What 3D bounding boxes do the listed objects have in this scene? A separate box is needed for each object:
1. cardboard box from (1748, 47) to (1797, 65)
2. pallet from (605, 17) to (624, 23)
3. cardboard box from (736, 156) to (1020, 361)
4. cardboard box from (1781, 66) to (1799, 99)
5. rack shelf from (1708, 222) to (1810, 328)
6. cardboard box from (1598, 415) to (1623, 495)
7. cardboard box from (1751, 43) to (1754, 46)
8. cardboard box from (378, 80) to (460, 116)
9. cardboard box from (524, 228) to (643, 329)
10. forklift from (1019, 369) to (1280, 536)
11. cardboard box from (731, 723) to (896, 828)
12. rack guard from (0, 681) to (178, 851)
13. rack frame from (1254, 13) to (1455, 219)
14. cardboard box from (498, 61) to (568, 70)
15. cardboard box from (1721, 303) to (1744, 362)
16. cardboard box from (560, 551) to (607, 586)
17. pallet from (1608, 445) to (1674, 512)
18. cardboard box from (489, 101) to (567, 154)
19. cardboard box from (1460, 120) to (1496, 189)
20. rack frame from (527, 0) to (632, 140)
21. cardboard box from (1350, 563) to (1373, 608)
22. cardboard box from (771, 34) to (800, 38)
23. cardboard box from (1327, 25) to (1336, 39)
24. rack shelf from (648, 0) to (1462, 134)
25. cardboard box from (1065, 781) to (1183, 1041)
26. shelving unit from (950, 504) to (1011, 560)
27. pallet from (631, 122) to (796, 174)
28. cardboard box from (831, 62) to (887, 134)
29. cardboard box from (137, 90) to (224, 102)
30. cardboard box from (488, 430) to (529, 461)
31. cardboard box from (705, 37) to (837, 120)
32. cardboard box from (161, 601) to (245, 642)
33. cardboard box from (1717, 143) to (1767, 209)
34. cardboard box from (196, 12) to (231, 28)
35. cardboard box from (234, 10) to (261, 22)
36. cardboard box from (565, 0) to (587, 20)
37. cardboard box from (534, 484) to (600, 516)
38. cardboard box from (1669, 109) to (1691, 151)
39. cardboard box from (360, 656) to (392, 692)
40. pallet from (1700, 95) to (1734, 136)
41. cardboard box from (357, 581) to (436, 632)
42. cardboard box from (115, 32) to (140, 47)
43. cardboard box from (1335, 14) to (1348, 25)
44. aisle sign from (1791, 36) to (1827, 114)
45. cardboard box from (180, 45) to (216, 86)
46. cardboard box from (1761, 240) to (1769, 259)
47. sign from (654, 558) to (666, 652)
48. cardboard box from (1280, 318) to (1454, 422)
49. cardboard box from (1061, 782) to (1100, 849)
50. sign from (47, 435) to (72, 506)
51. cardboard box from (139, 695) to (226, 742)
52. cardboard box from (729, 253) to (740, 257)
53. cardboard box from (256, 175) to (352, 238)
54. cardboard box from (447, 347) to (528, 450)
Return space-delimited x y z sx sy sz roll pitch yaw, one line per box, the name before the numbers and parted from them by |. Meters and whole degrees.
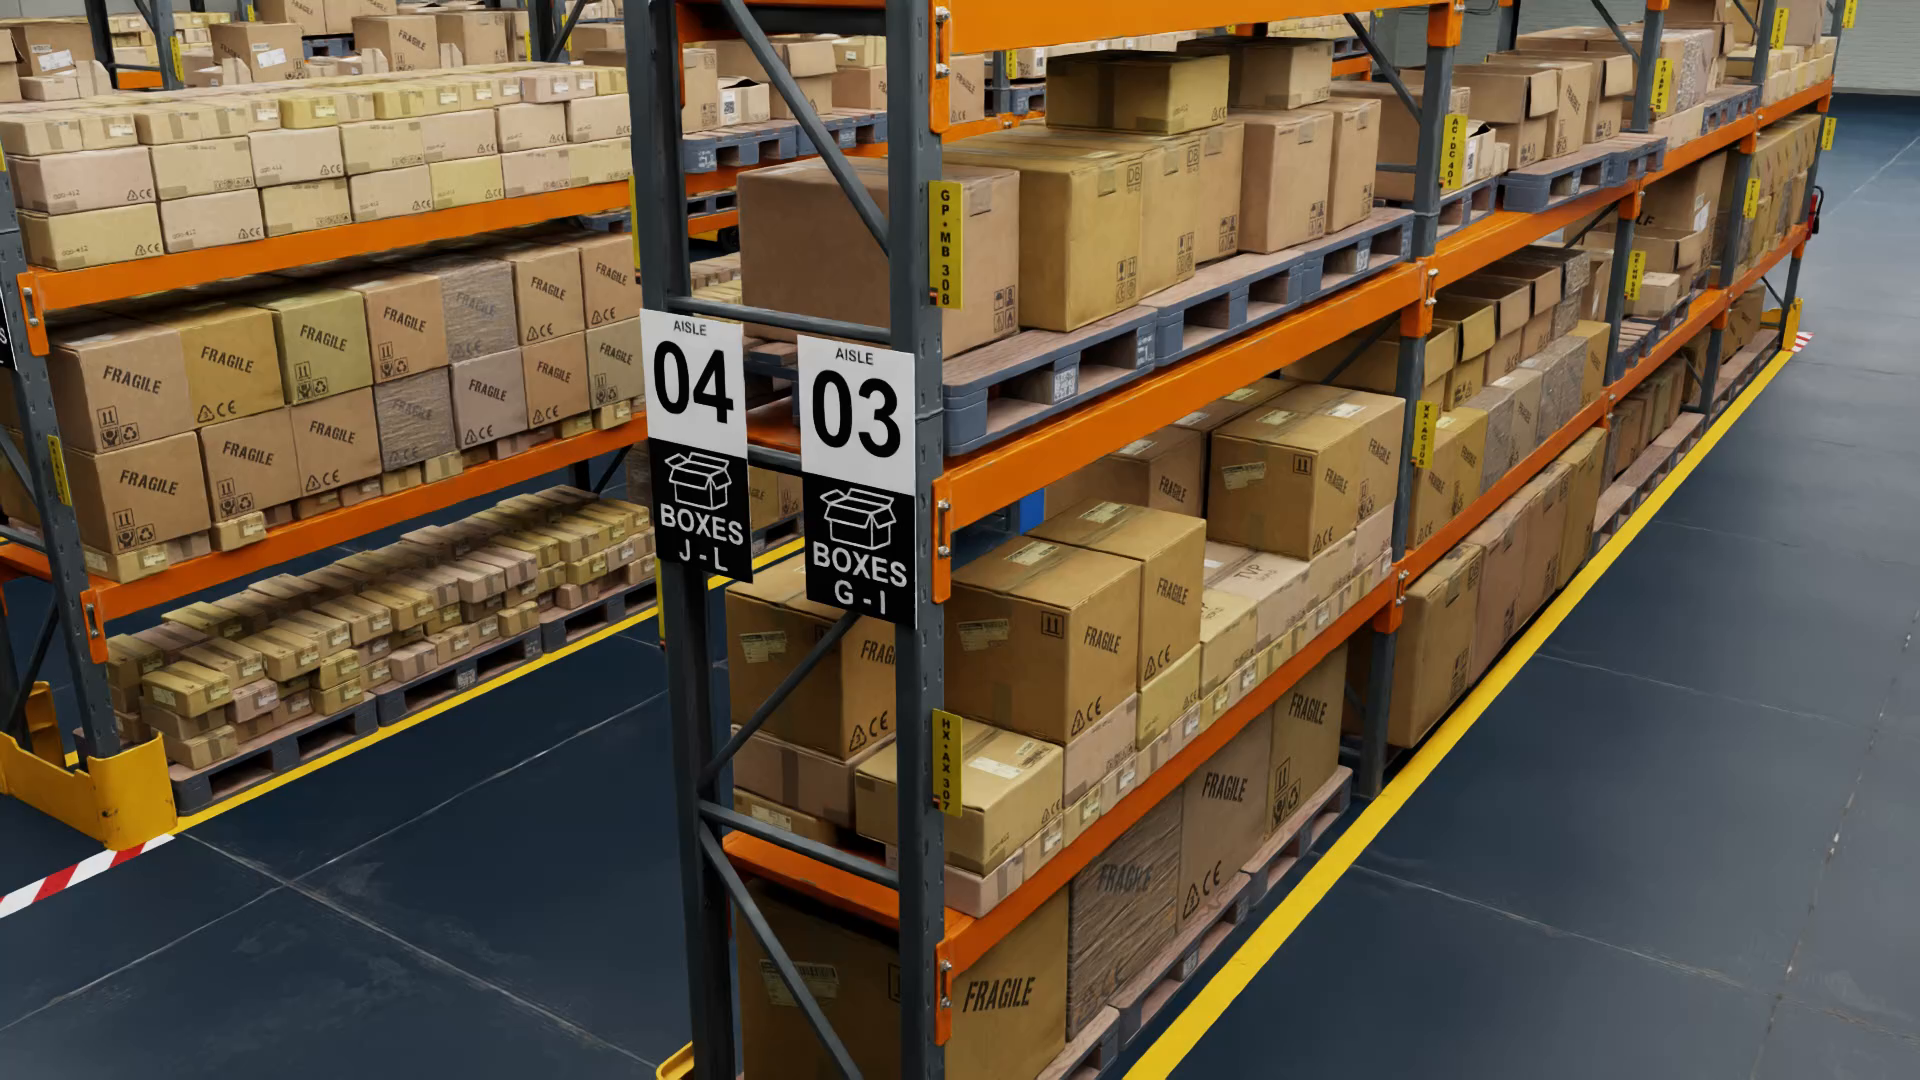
cardboard box | 7.393 -4.400 15.153 0.380 0.149 0.250 13 24 31
pallet | -4.906 -7.325 23.547 1.003 0.211 1.213 13 24 32
cardboard box | -0.245 -0.876 5.091 0.700 0.500 0.500 12 23 29
cardboard box | 7.299 -4.170 15.108 0.500 0.250 0.500 12 24 30
rack shelf | 7.377 -2.698 16.272 1.077 0.370 4.000 13 24 32
cardboard box | 4.666 -0.705 12.817 0.700 0.500 0.500 11 23 27
cardboard box | 7.538 -4.813 16.272 0.380 0.149 0.250 13 24 32
cardboard box | -2.945 -2.401 9.030 0.380 0.149 0.250 13 24 31
cardboard box | -2.330 -1.630 10.334 0.500 0.500 0.500 12 24 30
forklift | 1.751 -0.725 10.000 1.130 2.935 3.031 -18 27 -40
cardboard box | -0.440 0.722 5.778 0.500 0.250 0.500 13 24 31
rack guard | -4.495 1.136 8.473 1.175 0.500 0.348 13 24 32
rack frame | 1.756 -2.980 7.349 1.000 3.000 0.127 13 24 32
cardboard box | -2.653 -2.884 10.335 0.380 0.149 0.250 13 24 31
cardboard box | 7.462 -2.104 16.626 0.500 0.500 0.500 16 26 37
cardboard box | -2.481 0.151 10.608 0.380 0.149 0.250 12 24 30
pallet | 5.132 -0.578 13.524 1.003 0.211 1.213 13 24 32
cardboard box | -2.641 -2.404 9.613 0.500 0.250 0.500 12 24 30
cardboard box | 2.447 -2.025 8.616 0.500 0.311 0.500 12 24 30
rack frame | -2.289 -3.976 10.043 1.000 3.000 0.127 13 24 32
cardboard box | 1.711 0.177 7.824 0.380 0.149 0.250 14 24 33
cardboard box | -2.151 -5.732 18.724 0.500 0.250 0.500 13 24 31
cardboard box | 3.978 -5.685 18.598 0.380 0.149 0.250 13 24 31
rack shelf | 0.632 -1.881 5.992 1.077 0.370 4.000 13 24 32
cardboard box | 0.313 1.321 6.828 0.875 0.875 0.875 13 24 32
shelving unit | 0.004 -0.705 12.010 0.431 1.500 0.755 13 24 32
pallet | -1.854 -2.637 11.018 1.213 0.211 1.003 13 24 32
cardboard box | -0.706 -3.262 12.291 0.500 0.500 0.500 13 24 32
cardboard box | -3.979 -2.209 8.509 0.380 0.149 0.250 13 24 31
cardboard box | -2.804 -0.604 9.936 0.380 0.149 0.250 12 23 30
cardboard box | -1.312 -3.232 11.601 0.797 0.503 0.637 13 24 31
cardboard box | -4.221 0.485 9.276 0.380 0.149 0.250 13 24 31
cardboard box | 6.716 -3.196 14.568 0.500 0.500 0.500 13 24 32
cardboard box | -8.247 -5.720 18.294 0.380 0.149 0.250 14 25 34
cardboard box | -8.103 -6.052 19.444 0.500 0.250 0.500 13 24 32
cardboard box | -5.381 -7.161 22.356 0.500 0.311 0.500 14 24 33
cardboard box | -2.654 -0.243 11.244 0.380 0.149 0.250 14 25 34
cardboard box | 4.768 -2.883 11.627 0.500 0.250 0.500 14 24 33
cardboard box | -3.466 0.730 9.471 0.380 0.149 0.250 13 24 32
pallet | 5.238 -3.326 12.879 1.213 0.211 1.003 13 24 32
cardboard box | -3.239 0.381 9.558 0.380 0.149 0.250 14 24 33
cardboard box | -8.915 -5.306 17.602 0.380 0.149 0.250 14 24 32
cardboard box | 4.130 -5.987 18.841 0.500 0.250 0.500 13 24 32
aisle sign | 8.785 -4.788 17.137 0.394 0.787 0.004 13 24 32
cardboard box | -6.118 -3.955 13.832 0.500 0.311 0.500 13 24 32
cardboard box | 7.455 -2.780 15.818 0.380 0.149 0.250 13 24 32
sign | -0.934 0.218 5.342 0.100 0.325 0.005 13 24 32
cardboard box | 2.108 -0.868 8.699 0.797 0.503 0.637 13 24 30
cardboard box | 0.267 0.915 5.831 0.380 0.149 0.250 13 24 31
sign | -4.089 -0.315 7.545 0.100 0.325 0.005 13 24 32
cardboard box | -4.031 0.886 8.622 0.380 0.149 0.250 14 25 34
cardboard box | -1.492 -2.048 12.376 0.380 0.149 0.250 12 23 29
cardboard box | -3.496 -1.731 8.512 0.500 0.250 0.500 12 24 30
cardboard box | -2.901 -0.864 9.703 0.500 0.500 0.500 13 24 32
